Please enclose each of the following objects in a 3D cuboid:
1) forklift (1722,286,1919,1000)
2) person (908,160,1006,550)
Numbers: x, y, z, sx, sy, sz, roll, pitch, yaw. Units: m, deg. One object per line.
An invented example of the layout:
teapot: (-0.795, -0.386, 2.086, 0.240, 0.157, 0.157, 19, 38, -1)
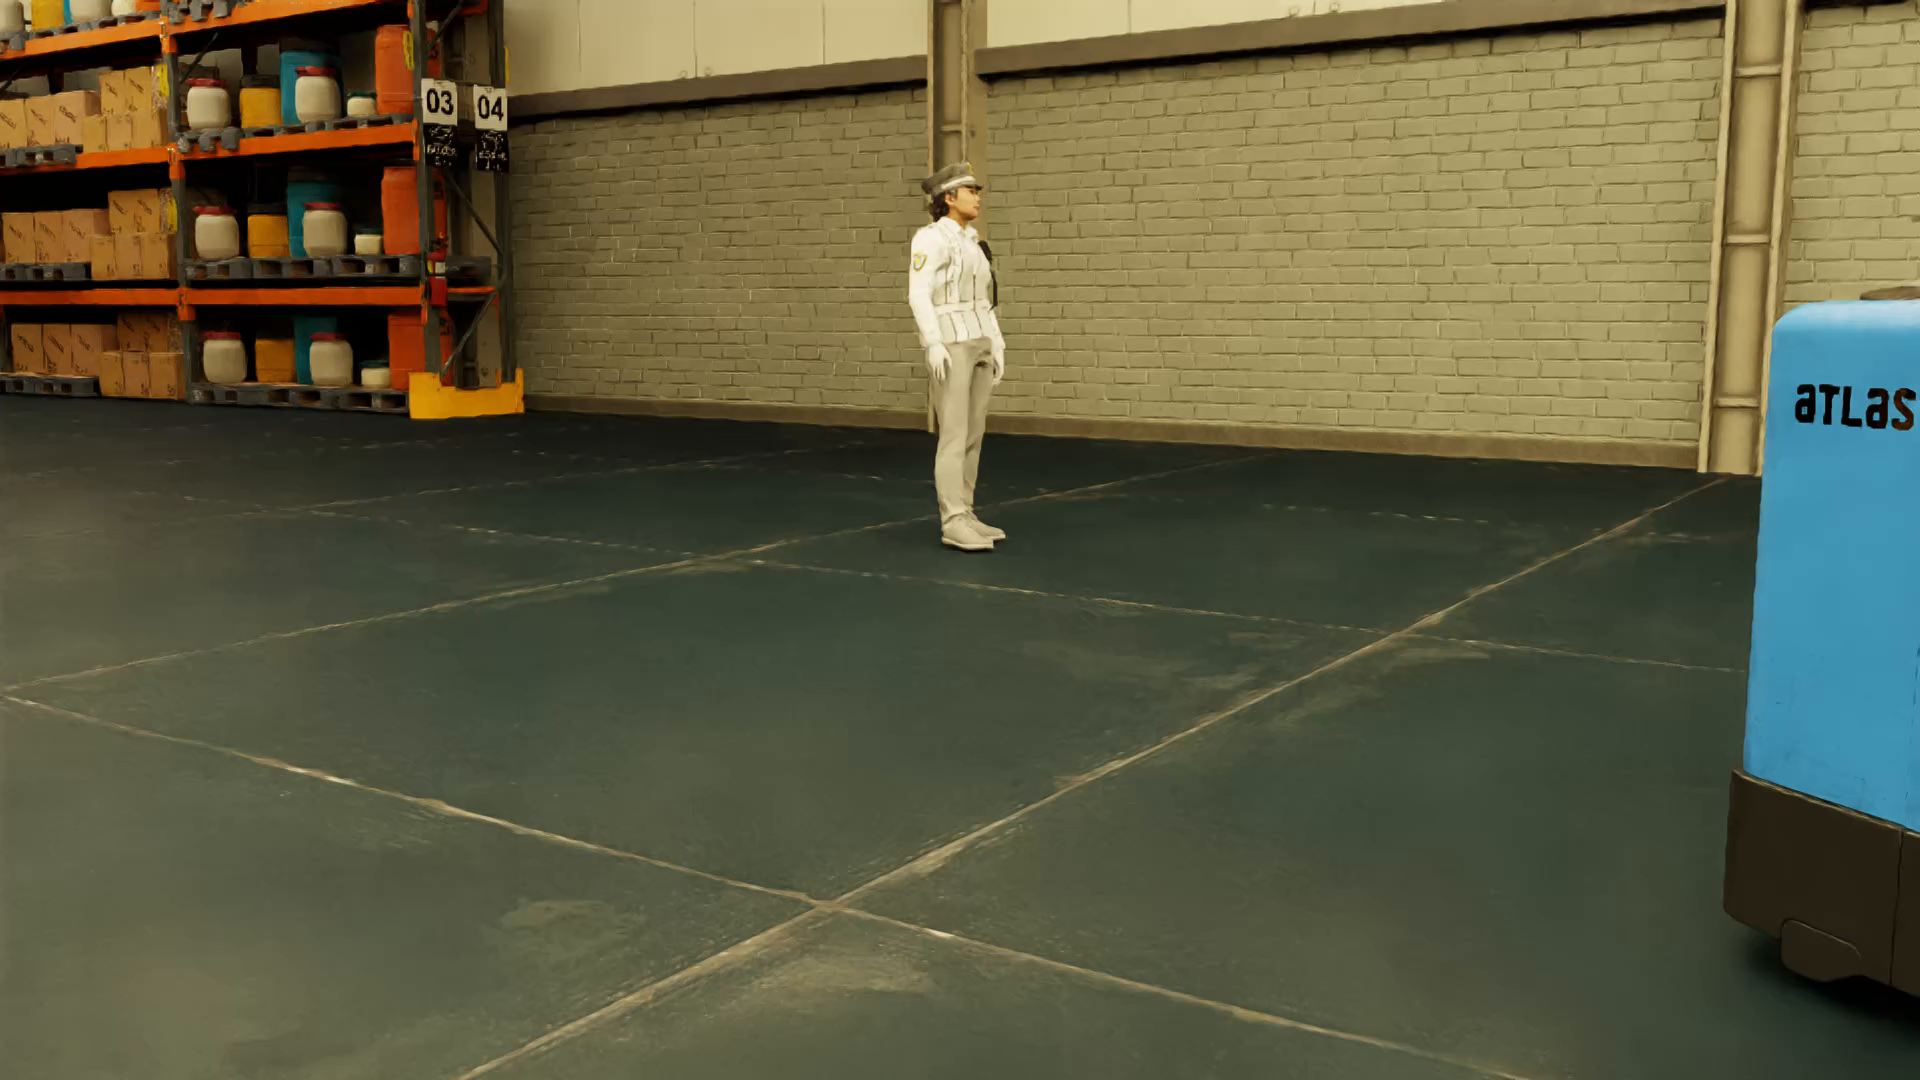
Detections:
forklift: (2.264, -0.597, 1.390, 1.130, 2.935, 3.031, -3, 9, -21)
person: (0.052, -0.840, 7.440, 0.532, 1.695, 0.586, 5, 10, 34)
